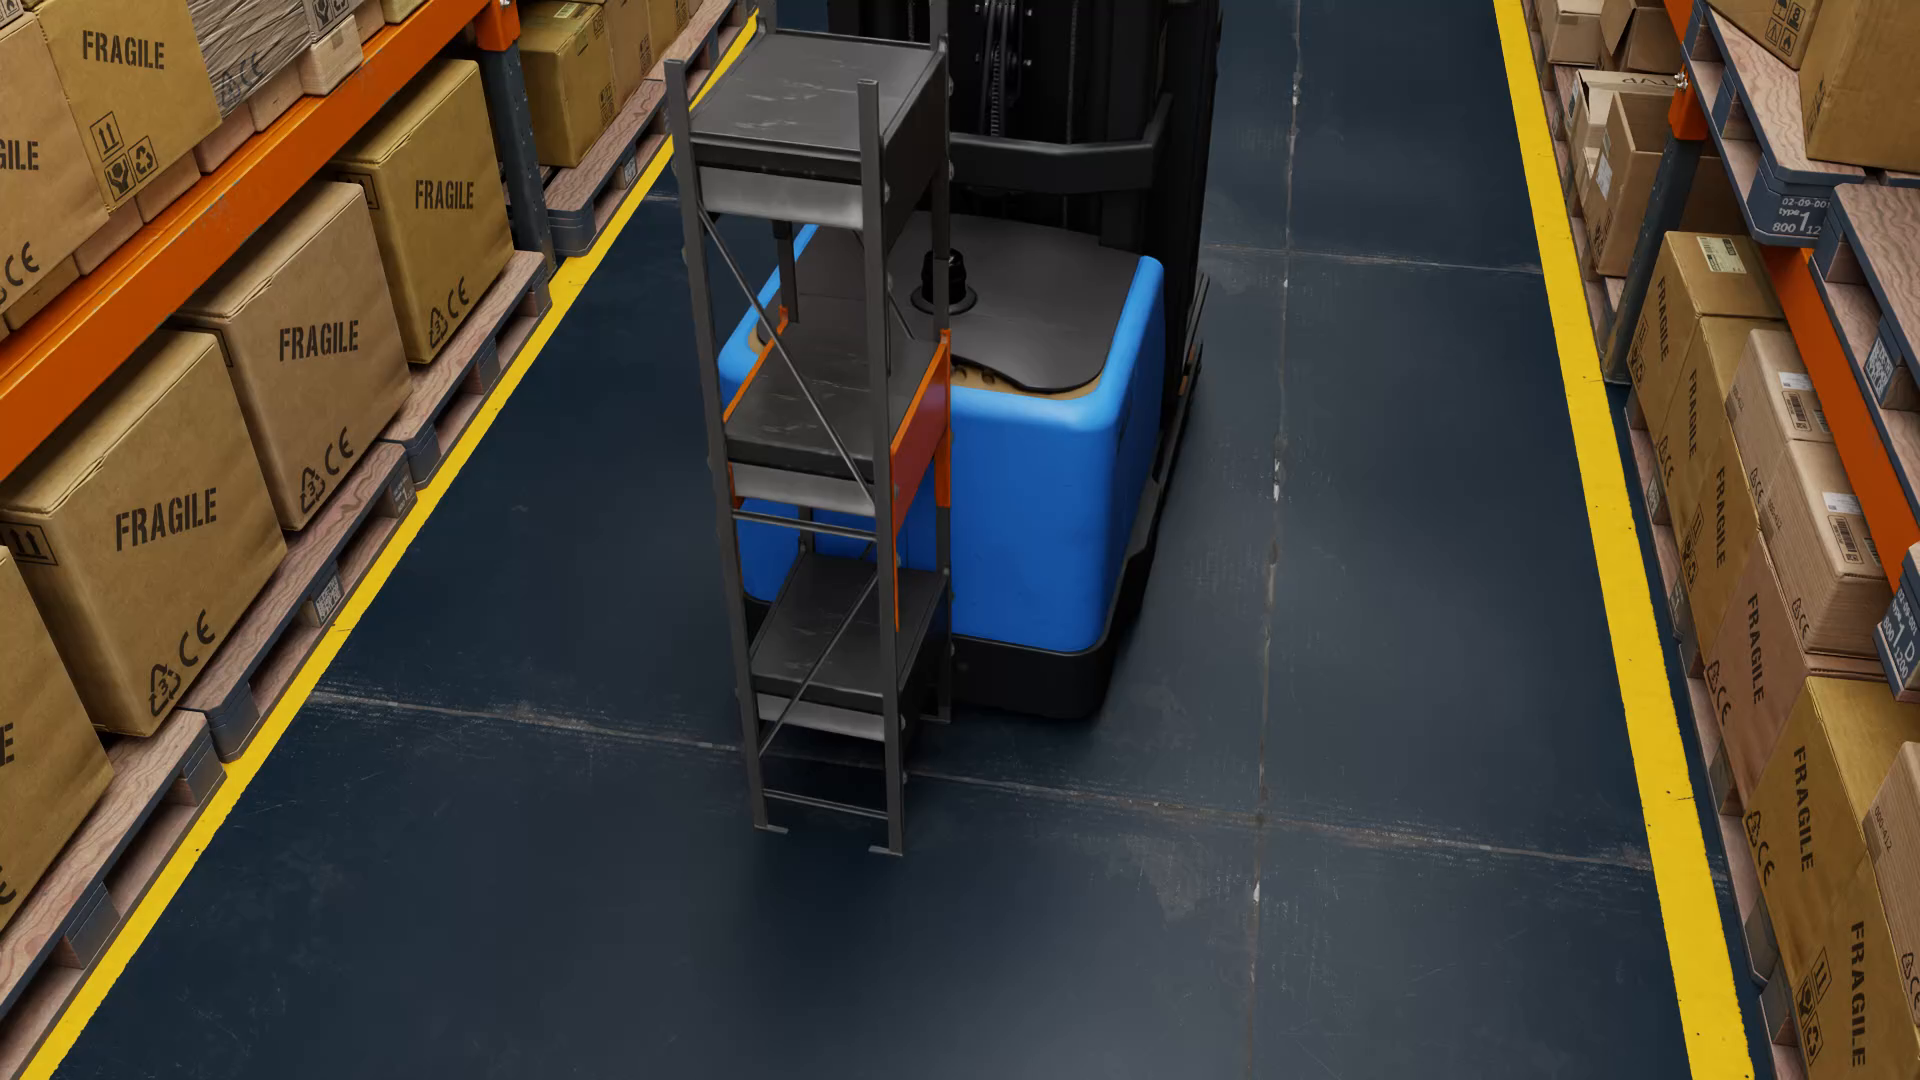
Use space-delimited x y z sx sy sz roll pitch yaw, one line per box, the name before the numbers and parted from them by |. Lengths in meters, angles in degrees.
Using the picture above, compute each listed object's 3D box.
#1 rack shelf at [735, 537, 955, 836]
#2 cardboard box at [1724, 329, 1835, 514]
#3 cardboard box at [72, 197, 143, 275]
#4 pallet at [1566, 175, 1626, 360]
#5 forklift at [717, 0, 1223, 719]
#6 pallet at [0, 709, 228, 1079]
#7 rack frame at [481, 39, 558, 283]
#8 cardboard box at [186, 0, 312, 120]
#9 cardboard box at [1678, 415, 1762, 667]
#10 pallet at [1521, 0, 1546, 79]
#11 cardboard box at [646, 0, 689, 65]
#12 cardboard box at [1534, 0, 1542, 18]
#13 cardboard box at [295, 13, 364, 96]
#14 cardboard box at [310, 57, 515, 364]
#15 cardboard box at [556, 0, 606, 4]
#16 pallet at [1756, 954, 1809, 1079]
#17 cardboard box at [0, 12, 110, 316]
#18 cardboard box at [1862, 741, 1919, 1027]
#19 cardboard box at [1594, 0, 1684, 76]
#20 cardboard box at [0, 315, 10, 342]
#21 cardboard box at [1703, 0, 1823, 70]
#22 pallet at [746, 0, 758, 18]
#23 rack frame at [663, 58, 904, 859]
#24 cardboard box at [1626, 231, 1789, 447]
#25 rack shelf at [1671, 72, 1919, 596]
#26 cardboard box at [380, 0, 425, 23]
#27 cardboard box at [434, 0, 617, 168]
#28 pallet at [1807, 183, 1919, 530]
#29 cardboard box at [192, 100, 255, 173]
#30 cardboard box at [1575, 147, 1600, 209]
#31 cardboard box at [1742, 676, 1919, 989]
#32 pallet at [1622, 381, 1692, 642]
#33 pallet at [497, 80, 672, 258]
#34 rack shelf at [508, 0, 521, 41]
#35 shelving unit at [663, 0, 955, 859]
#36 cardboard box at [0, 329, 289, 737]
rack shelf | -0.280 0.371 4.273 0.431 0.518 0.480 9 40 11
cardboard box | 2.299 -0.283 4.267 0.500 0.250 0.500 6 40 8
cardboard box | -2.236 -0.782 4.023 0.380 0.149 0.250 7 40 8
pallet | 2.916 -1.049 6.353 1.003 0.211 1.213 6 40 8
forklift | 0.234 -1.586 4.868 1.130 2.935 3.031 9 40 11
pallet | -2.565 0.862 4.041 1.003 0.211 1.213 6 40 8
rack frame | -2.083 -2.236 5.601 1.000 3.000 0.127 6 40 8
cardboard box | -2.089 -1.444 4.315 0.500 0.500 0.500 6 40 8
cardboard box | 2.297 0.027 4.480 0.500 0.500 0.500 7 40 8
pallet | 3.338 -2.580 8.205 1.003 0.211 1.213 6 40 8
cardboard box | -1.672 -2.530 7.588 0.700 0.500 0.500 7 40 9
cardboard box | 3.028 -2.689 7.961 0.500 0.250 0.500 6 40 8
cardboard box | -1.960 -1.413 4.786 0.380 0.149 0.250 6 40 8
cardboard box | -2.068 -1.147 5.641 0.750 0.750 0.750 7 40 8
cardboard box | -1.614 -2.338 6.846 0.380 0.149 0.250 8 40 9
pallet | 2.270 1.428 3.357 1.003 0.211 1.213 6 40 8
cardboard box | -2.253 -0.802 3.539 0.500 0.500 0.500 6 40 7
cardboard box | 2.040 0.674 3.109 0.500 0.250 0.500 8 40 9
cardboard box | 3.116 -2.079 7.025 0.797 0.503 0.637 6 40 8
cardboard box | -2.350 -0.468 3.643 0.380 0.149 0.250 7 40 9
cardboard box | 2.494 -1.620 4.447 0.700 0.500 0.500 -6 40 -7
pallet | -1.452 -3.161 8.908 1.003 0.211 1.213 6 40 8
rack frame | -0.340 -0.028 3.636 0.400 2.100 0.015 9 40 11
cardboard box | 2.473 -0.622 5.265 0.500 0.500 0.500 5 40 6
rack shelf | 2.450 -0.160 3.654 1.077 0.370 4.000 6 40 8
cardboard box | -1.883 -1.743 5.185 0.380 0.149 0.250 7 40 8
cardboard box | -1.853 -1.893 6.817 0.700 0.500 0.500 7 40 8
pallet | 2.436 -0.329 3.445 1.003 0.211 1.213 6 40 8
cardboard box | -2.126 -1.111 4.422 0.380 0.149 0.250 5 40 6
cardboard box | 2.621 -1.394 6.474 0.380 0.149 0.250 6 40 8
cardboard box | 2.125 0.674 3.697 0.500 0.500 0.500 5 40 6
pallet | 2.693 -0.103 5.209 1.003 0.211 1.213 6 40 8
pallet | -1.875 -1.630 7.056 1.003 0.211 1.213 6 40 8
rack shelf | -1.737 -3.214 7.348 1.077 0.370 4.000 6 40 8
shelving unit | -0.280 -0.179 3.818 0.431 2.100 0.503 9 40 11
cardboard box | -2.361 -0.055 4.320 0.750 0.750 0.750 6 40 7
